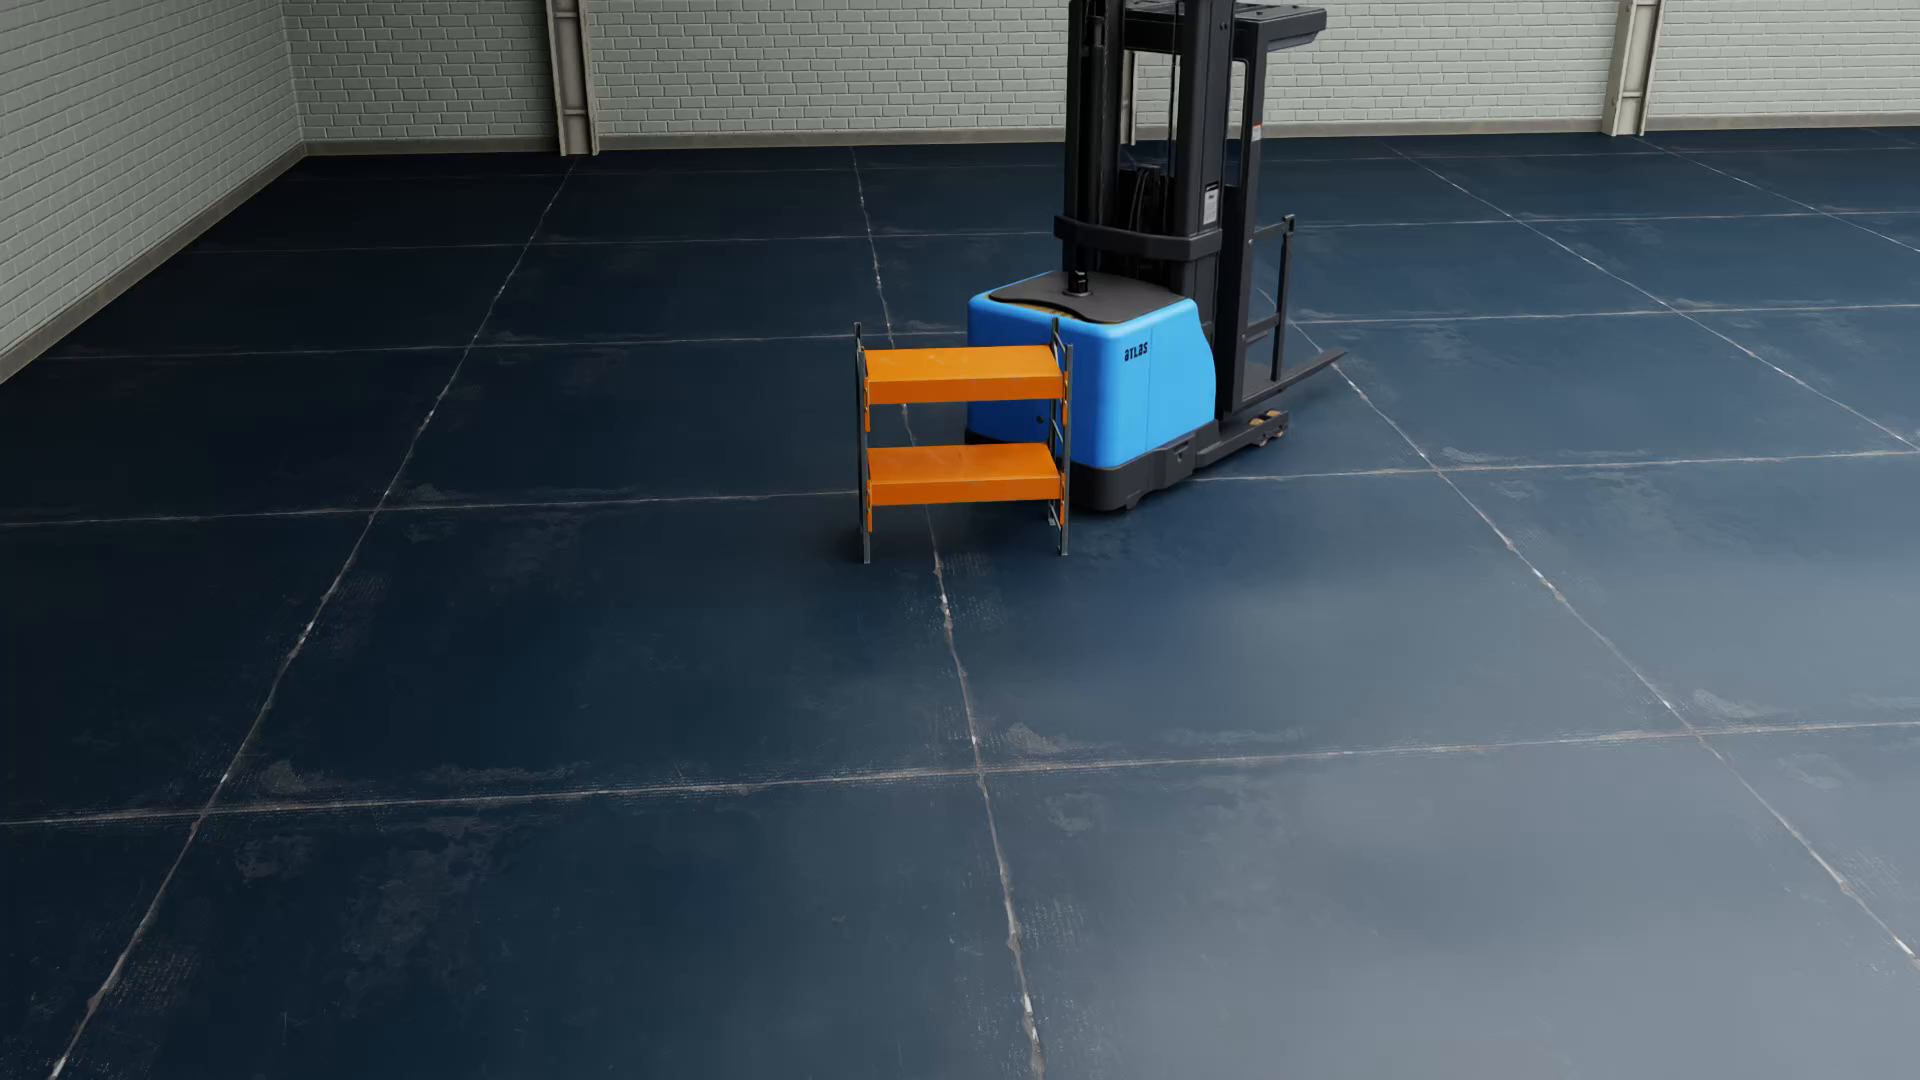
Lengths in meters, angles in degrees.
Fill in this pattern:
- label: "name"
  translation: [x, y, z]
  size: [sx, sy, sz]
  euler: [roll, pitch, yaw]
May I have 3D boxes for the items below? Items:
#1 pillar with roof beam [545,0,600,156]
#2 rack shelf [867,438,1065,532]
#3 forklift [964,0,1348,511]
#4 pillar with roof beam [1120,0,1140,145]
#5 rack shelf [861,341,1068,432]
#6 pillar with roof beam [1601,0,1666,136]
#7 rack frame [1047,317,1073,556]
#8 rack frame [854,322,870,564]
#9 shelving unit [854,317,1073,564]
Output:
- label: "pillar with roof beam"
  translation: [-3.775, -6.652, 12.637]
  size: [0.400, 9.000, 9.100]
  euler: [-2, 24, -5]
- label: "rack shelf"
  translation: [0.007, -0.291, 8.621]
  size: [1.000, 0.278, 0.538]
  euler: [-2, 24, -5]
- label: "forklift"
  translation: [1.356, -2.020, 9.686]
  size: [1.130, 2.935, 3.031]
  euler: [19, 30, 36]
- label: "pillar with roof beam"
  translation: [2.196, -6.892, 13.176]
  size: [0.400, 9.000, 9.100]
  euler: [-2, 24, -5]
- label: "rack shelf"
  translation: [0.007, -0.782, 8.403]
  size: [1.000, 0.278, 0.538]
  euler: [-2, 24, -5]
- label: "pillar with roof beam"
  translation: [8.167, -7.131, 13.715]
  size: [0.400, 9.000, 9.100]
  euler: [-2, 24, -5]
- label: "rack frame"
  translation: [0.513, -0.535, 8.568]
  size: [0.032, 1.125, 0.500]
  euler: [-2, 24, -5]
- label: "rack frame"
  translation: [-0.499, -0.494, 8.476]
  size: [0.032, 1.125, 0.500]
  euler: [-2, 24, -5]
- label: "shelving unit"
  translation: [0.007, -0.514, 8.522]
  size: [1.048, 1.125, 0.538]
  euler: [-2, 24, -5]
